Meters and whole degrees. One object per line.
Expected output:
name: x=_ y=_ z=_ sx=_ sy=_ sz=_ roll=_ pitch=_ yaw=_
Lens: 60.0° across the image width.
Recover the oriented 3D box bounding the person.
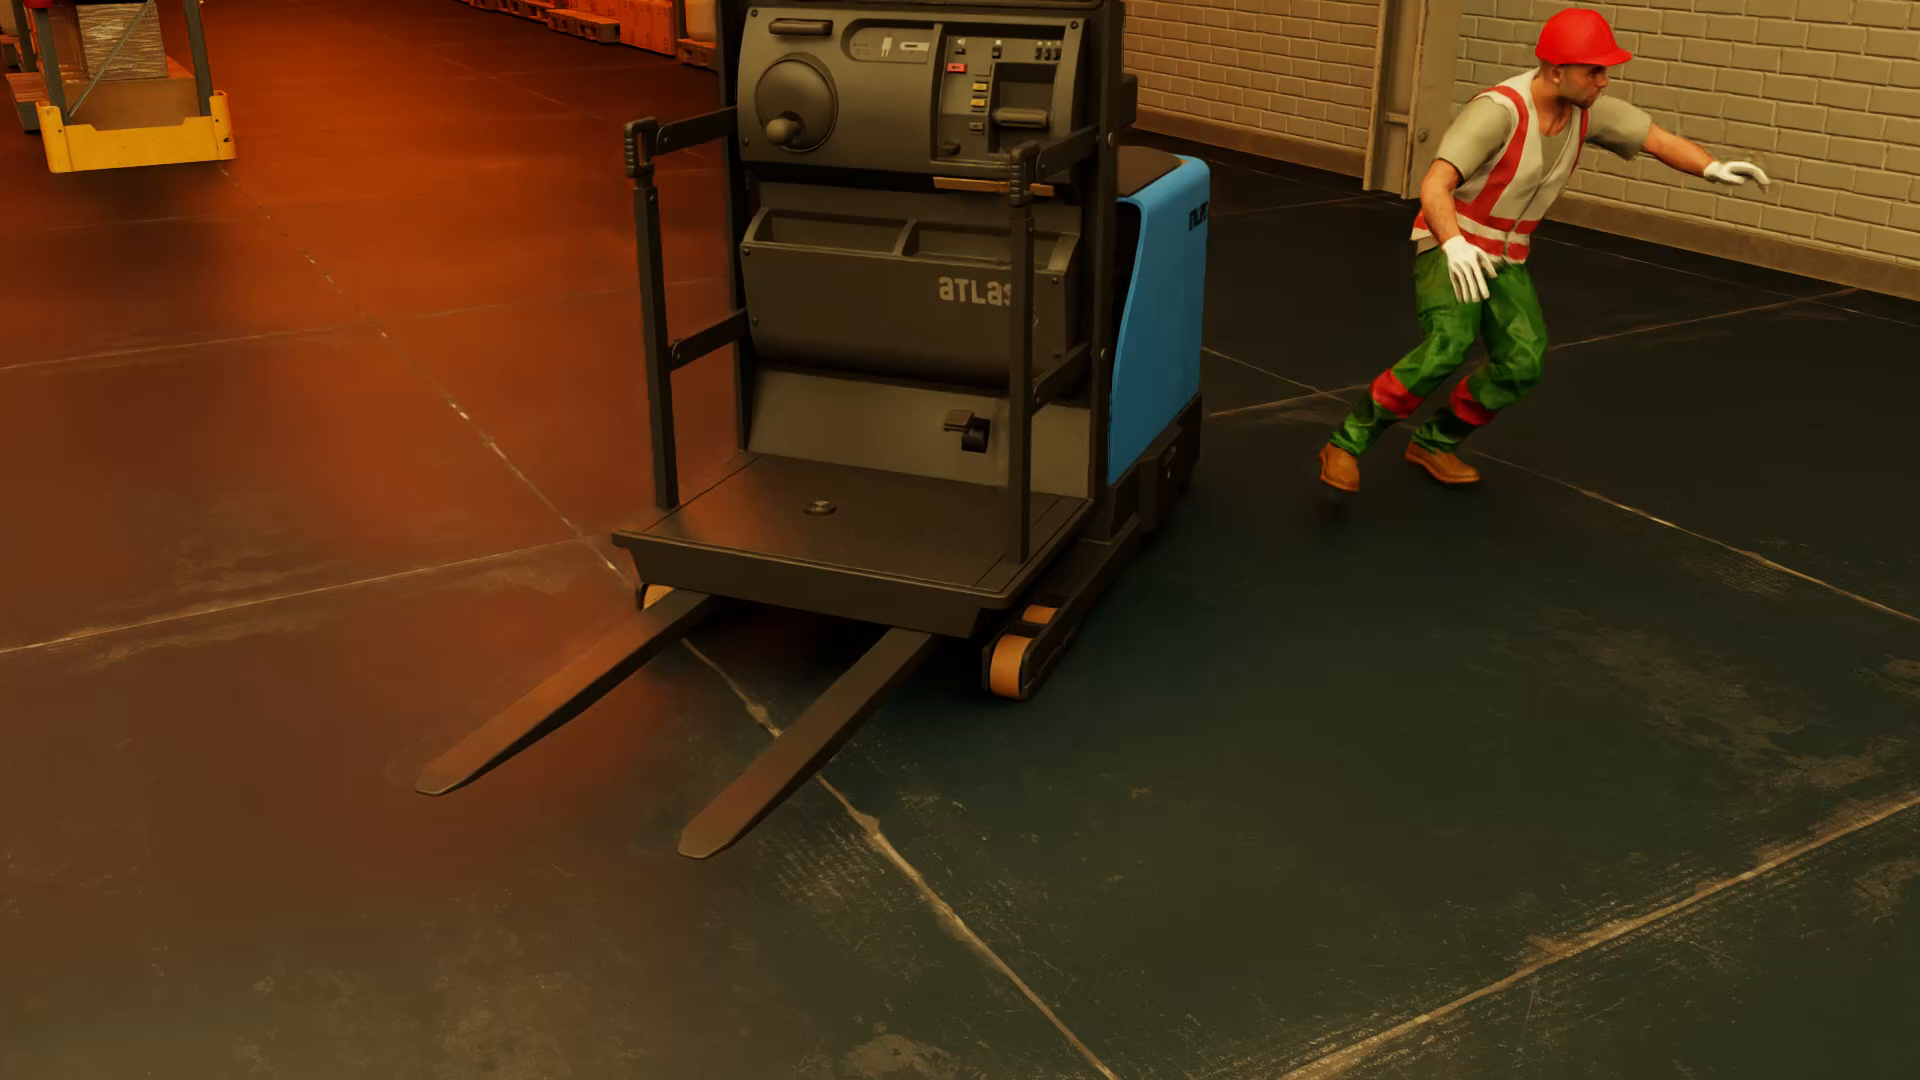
person: x=1.711 y=-0.853 z=5.157 sx=1.224 sy=1.507 sz=0.905 roll=-11 pitch=25 yaw=-26

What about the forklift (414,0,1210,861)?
forklift: x=-0.217 y=-1.135 z=4.040 sx=1.130 sy=2.935 sz=3.031 roll=9 pitch=24 yaw=20
